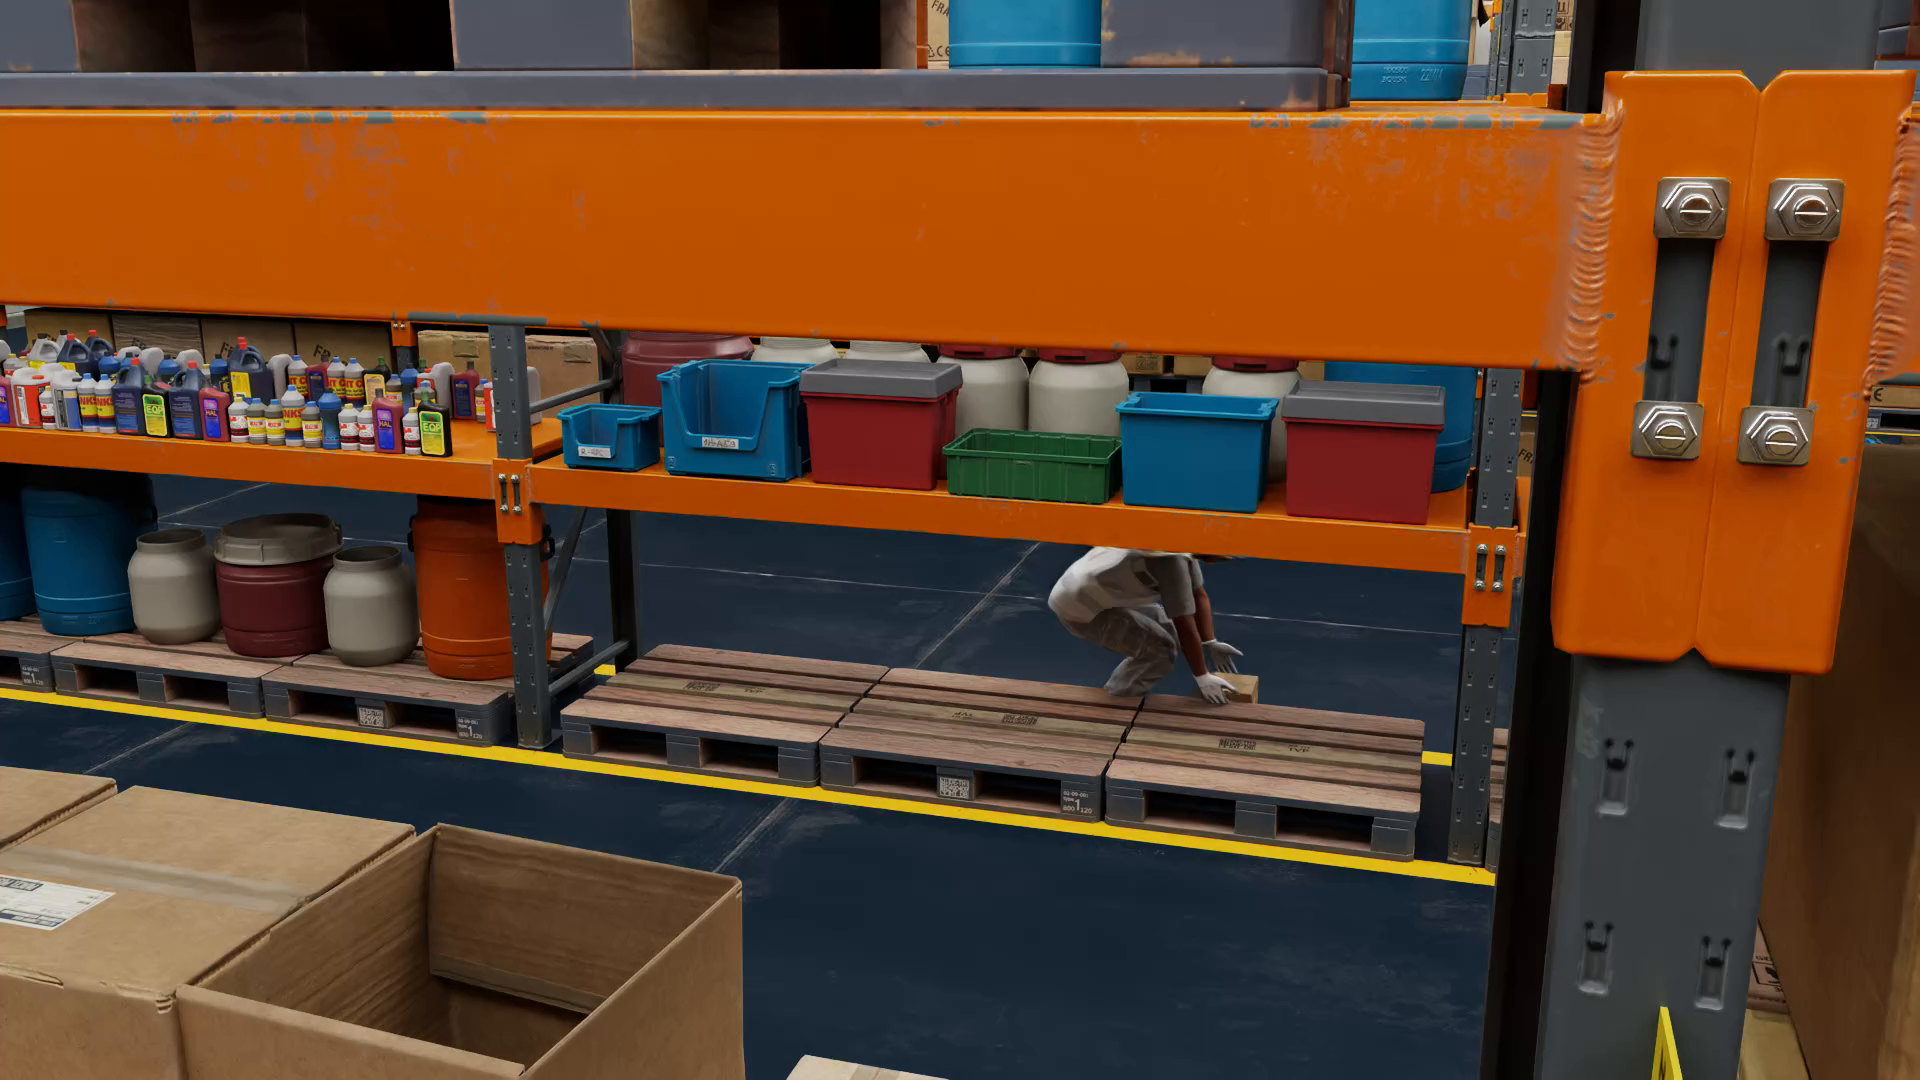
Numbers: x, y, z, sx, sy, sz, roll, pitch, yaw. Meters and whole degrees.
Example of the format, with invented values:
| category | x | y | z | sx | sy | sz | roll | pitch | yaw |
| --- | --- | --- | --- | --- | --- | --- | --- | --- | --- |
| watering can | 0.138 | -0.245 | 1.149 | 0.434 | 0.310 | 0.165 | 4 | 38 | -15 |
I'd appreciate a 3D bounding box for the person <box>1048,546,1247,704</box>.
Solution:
| category | x | y | z | sx | sy | sz | roll | pitch | yaw |
| --- | --- | --- | --- | --- | --- | --- | --- | --- | --- |
| person | 0.866 | 0.337 | 7.617 | 0.888 | 1.061 | 0.580 | 4 | 16 | 16 |
